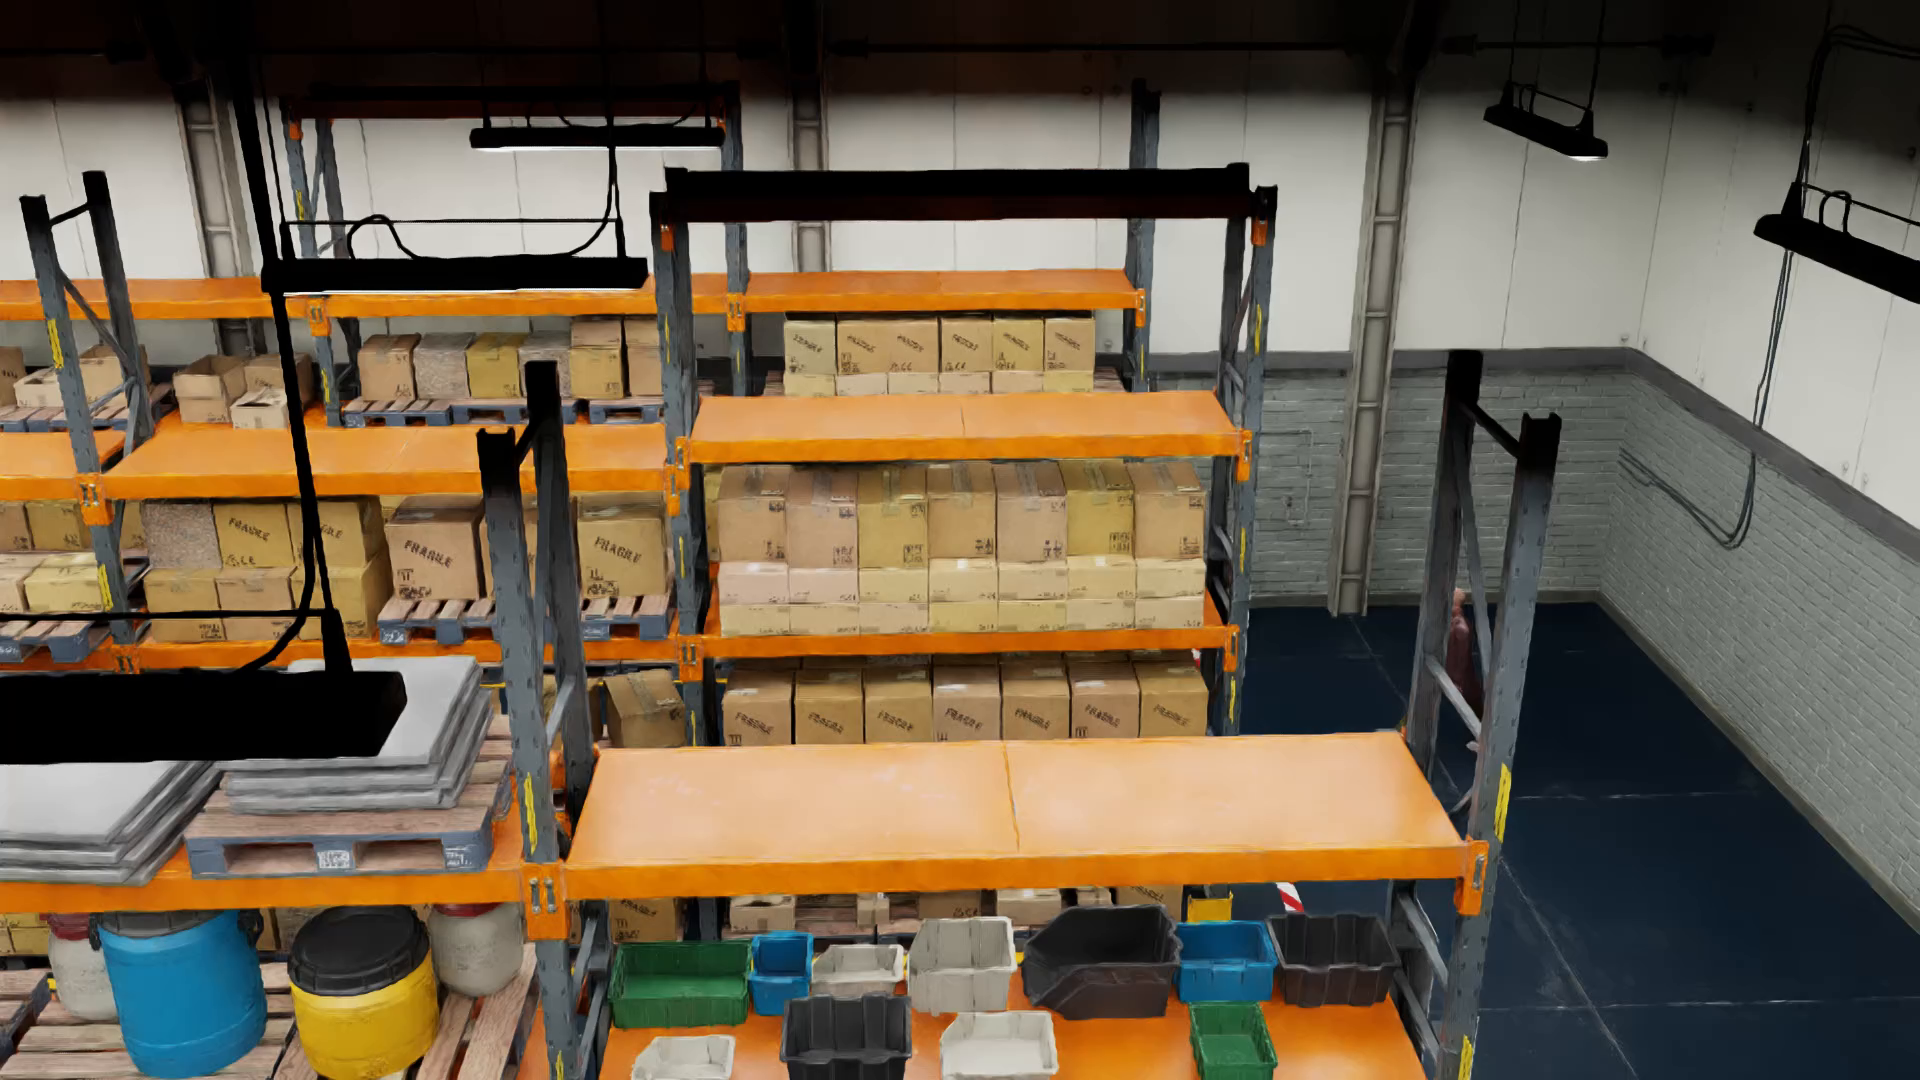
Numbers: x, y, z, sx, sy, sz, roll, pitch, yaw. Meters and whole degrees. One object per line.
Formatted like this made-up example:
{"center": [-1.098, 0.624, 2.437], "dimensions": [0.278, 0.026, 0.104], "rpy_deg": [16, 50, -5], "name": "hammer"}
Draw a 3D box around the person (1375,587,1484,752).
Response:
{"center": [4.659, 1.231, 15.810], "dimensions": [1.193, 1.700, 0.588], "rpy_deg": [-2, 22, -4], "name": "person"}
